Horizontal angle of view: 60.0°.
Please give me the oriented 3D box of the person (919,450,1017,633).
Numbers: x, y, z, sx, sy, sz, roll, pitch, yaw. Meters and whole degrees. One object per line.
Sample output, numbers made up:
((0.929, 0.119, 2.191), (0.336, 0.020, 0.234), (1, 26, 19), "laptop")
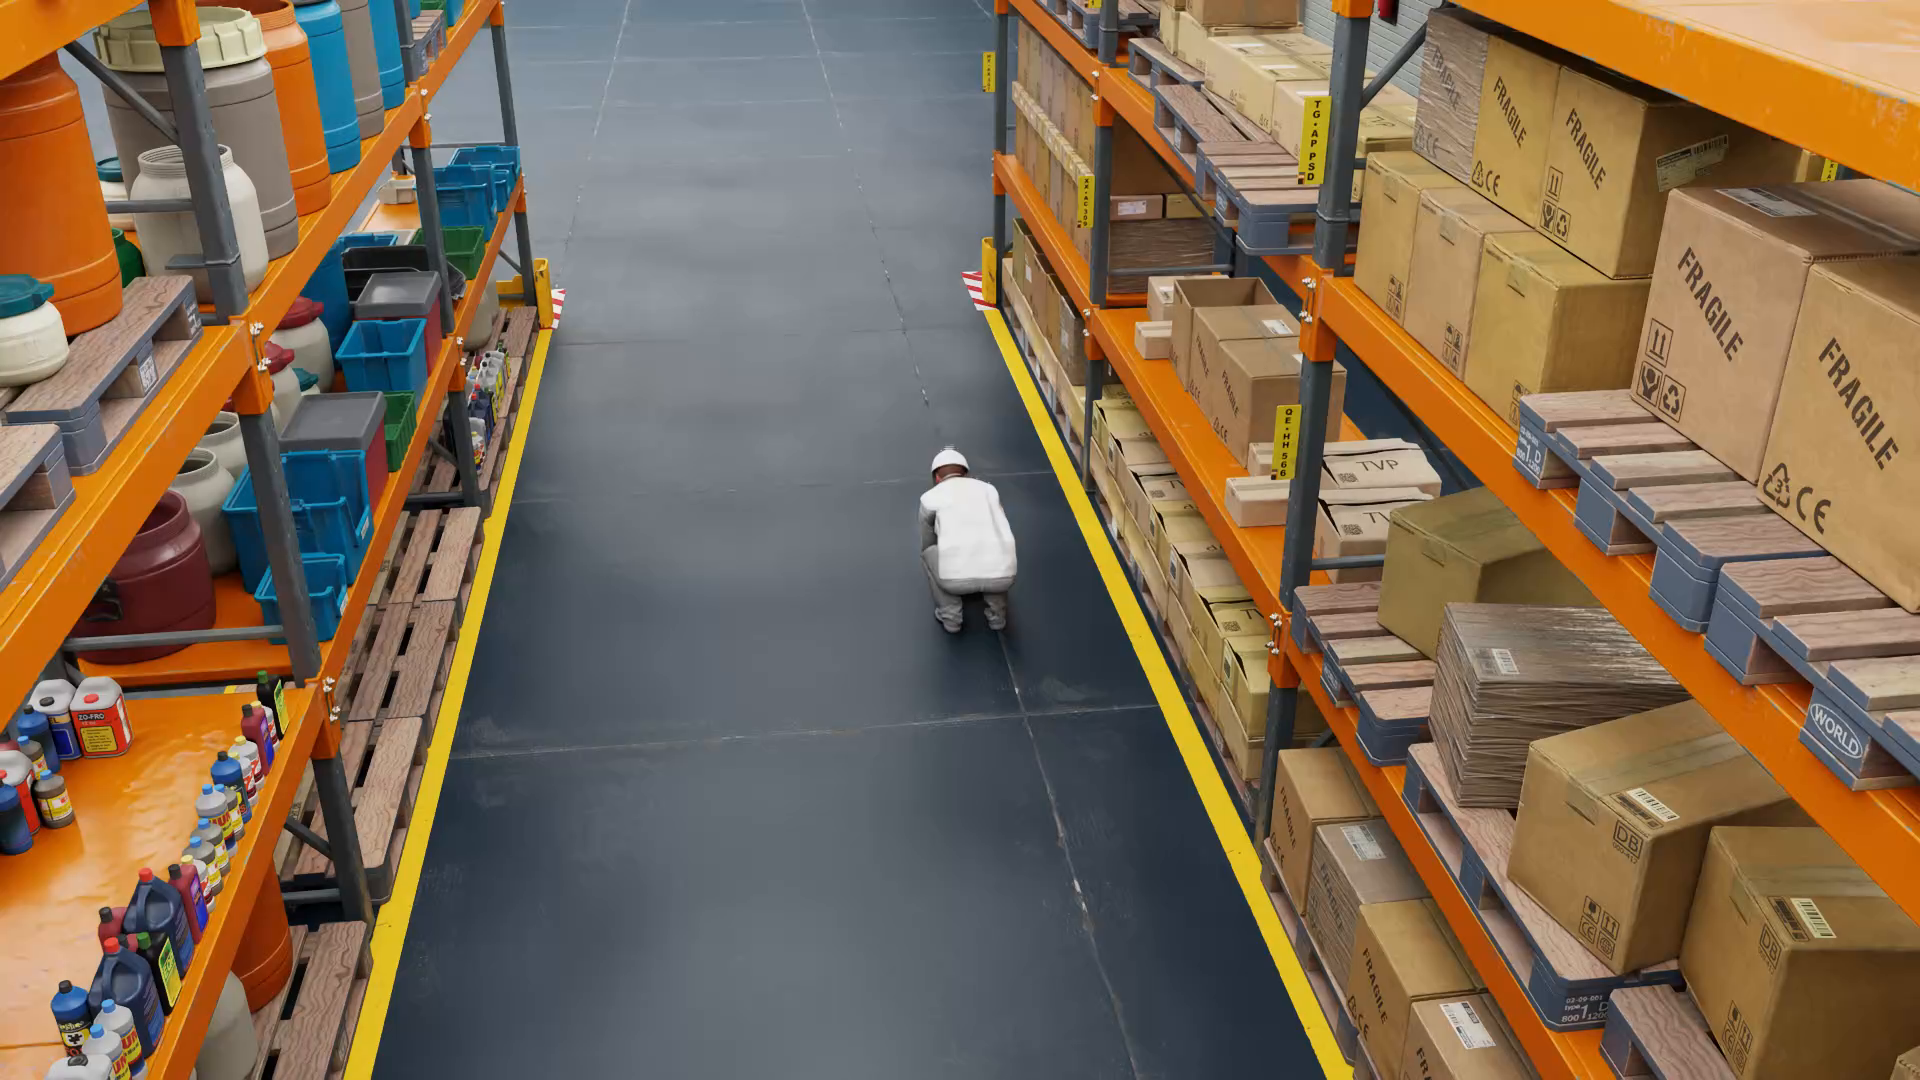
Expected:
((0.039, 0.024, 9.588), (0.527, 0.871, 0.927), (-4, 27, -7), "person")
